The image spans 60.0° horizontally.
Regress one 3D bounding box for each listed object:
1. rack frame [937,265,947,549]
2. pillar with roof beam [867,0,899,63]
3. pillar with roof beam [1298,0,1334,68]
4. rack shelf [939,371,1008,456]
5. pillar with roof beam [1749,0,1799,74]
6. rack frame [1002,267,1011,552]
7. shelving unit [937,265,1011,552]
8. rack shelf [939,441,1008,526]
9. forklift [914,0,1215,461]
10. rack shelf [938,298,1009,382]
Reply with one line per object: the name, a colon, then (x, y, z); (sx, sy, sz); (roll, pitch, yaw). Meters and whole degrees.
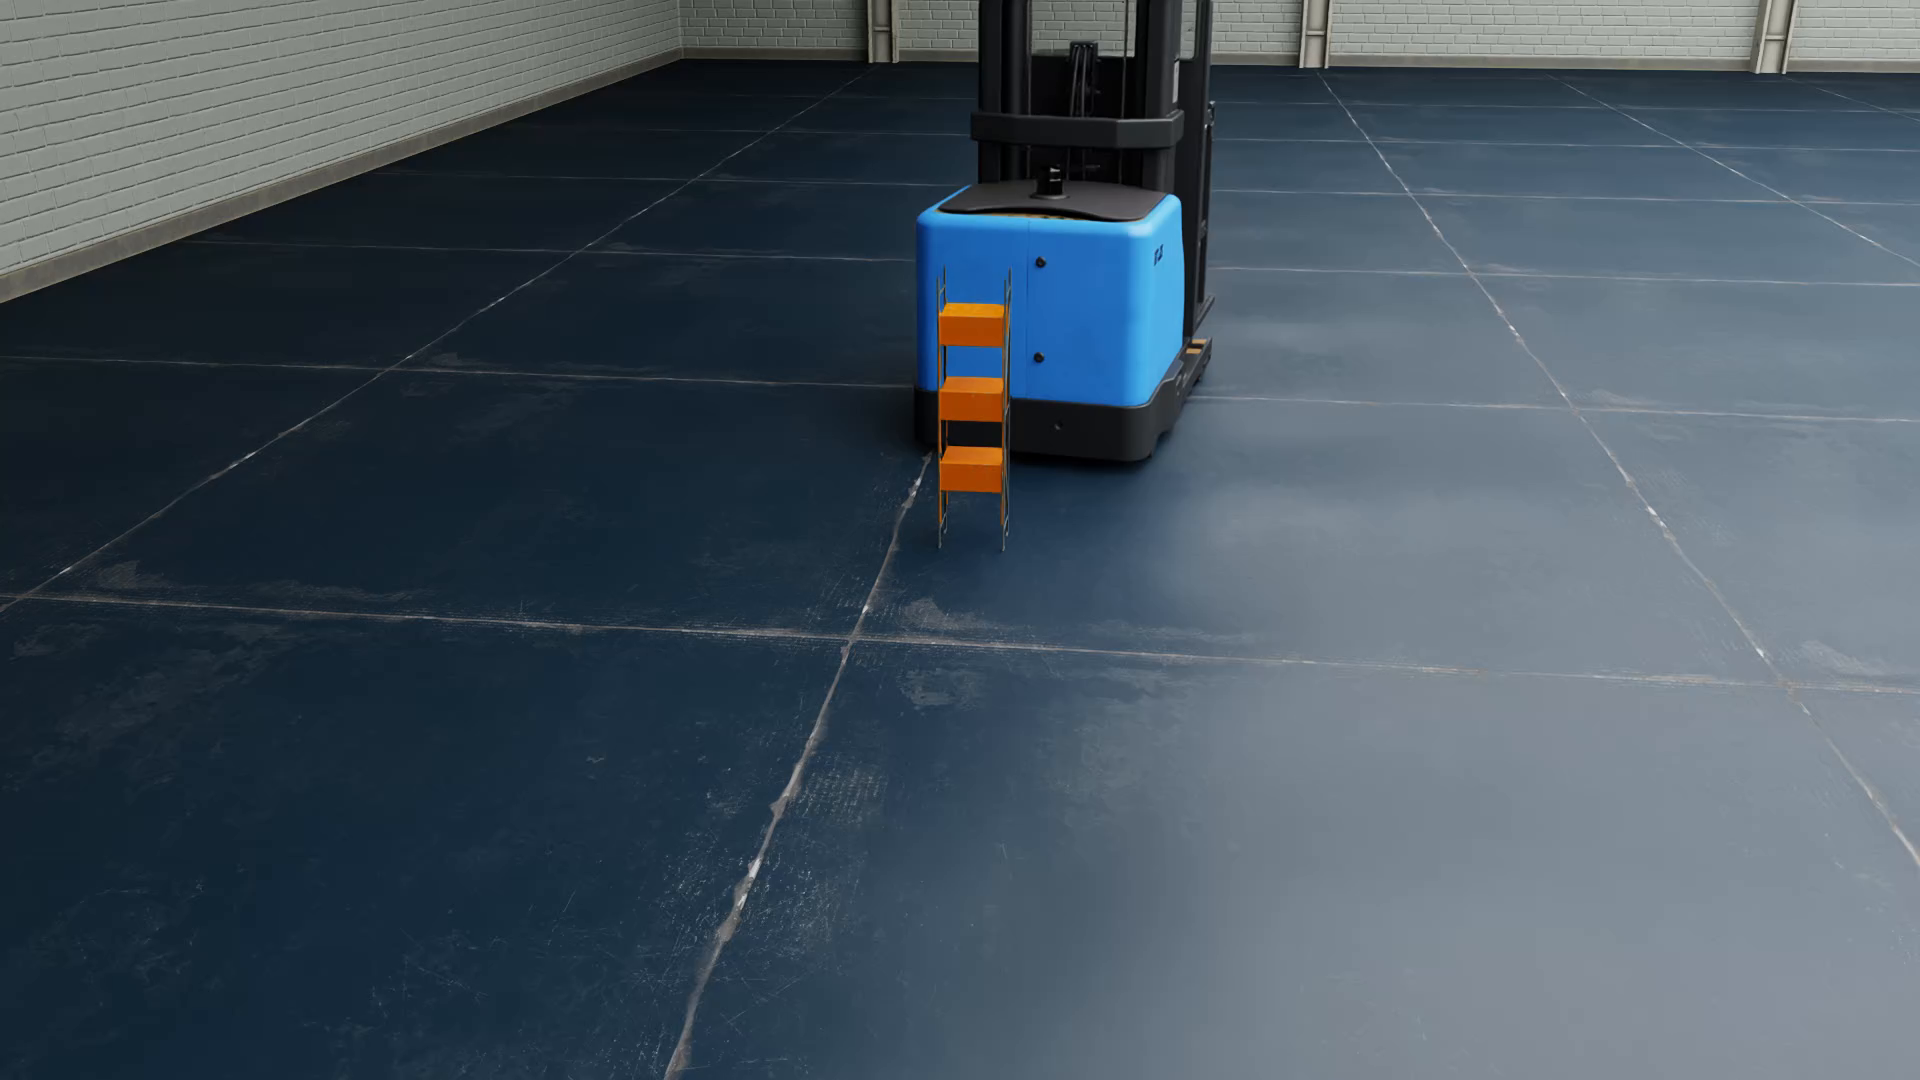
rack frame: (-0.068, -0.491, 6.254); (0.008, 1.050, 0.200); (2, 22, 6)
pillar with roof beam: (-1.589, -9.414, 18.011); (0.400, 9.000, 9.100); (2, 22, 6)
pillar with roof beam: (4.370, -9.154, 17.355); (0.400, 9.000, 9.100); (2, 22, 6)
rack shelf: (0.053, -0.476, 6.245); (0.240, 0.259, 0.215); (2, 22, 6)
pillar with roof beam: (10.328, -8.894, 16.698); (0.400, 9.000, 9.100); (2, 22, 6)
rack frame: (0.174, -0.481, 6.228); (0.008, 1.050, 0.200); (2, 22, 6)
shelving unit: (0.053, -0.486, 6.241); (0.252, 1.050, 0.215); (2, 22, 6)
rack shelf: (0.053, -0.218, 6.347); (0.240, 0.259, 0.215); (2, 22, 6)
forklift: (0.690, -2.210, 8.044); (1.130, 2.935, 3.031); (6, 22, 15)
rack shelf: (0.053, -0.740, 6.141); (0.240, 0.259, 0.215); (2, 22, 6)
